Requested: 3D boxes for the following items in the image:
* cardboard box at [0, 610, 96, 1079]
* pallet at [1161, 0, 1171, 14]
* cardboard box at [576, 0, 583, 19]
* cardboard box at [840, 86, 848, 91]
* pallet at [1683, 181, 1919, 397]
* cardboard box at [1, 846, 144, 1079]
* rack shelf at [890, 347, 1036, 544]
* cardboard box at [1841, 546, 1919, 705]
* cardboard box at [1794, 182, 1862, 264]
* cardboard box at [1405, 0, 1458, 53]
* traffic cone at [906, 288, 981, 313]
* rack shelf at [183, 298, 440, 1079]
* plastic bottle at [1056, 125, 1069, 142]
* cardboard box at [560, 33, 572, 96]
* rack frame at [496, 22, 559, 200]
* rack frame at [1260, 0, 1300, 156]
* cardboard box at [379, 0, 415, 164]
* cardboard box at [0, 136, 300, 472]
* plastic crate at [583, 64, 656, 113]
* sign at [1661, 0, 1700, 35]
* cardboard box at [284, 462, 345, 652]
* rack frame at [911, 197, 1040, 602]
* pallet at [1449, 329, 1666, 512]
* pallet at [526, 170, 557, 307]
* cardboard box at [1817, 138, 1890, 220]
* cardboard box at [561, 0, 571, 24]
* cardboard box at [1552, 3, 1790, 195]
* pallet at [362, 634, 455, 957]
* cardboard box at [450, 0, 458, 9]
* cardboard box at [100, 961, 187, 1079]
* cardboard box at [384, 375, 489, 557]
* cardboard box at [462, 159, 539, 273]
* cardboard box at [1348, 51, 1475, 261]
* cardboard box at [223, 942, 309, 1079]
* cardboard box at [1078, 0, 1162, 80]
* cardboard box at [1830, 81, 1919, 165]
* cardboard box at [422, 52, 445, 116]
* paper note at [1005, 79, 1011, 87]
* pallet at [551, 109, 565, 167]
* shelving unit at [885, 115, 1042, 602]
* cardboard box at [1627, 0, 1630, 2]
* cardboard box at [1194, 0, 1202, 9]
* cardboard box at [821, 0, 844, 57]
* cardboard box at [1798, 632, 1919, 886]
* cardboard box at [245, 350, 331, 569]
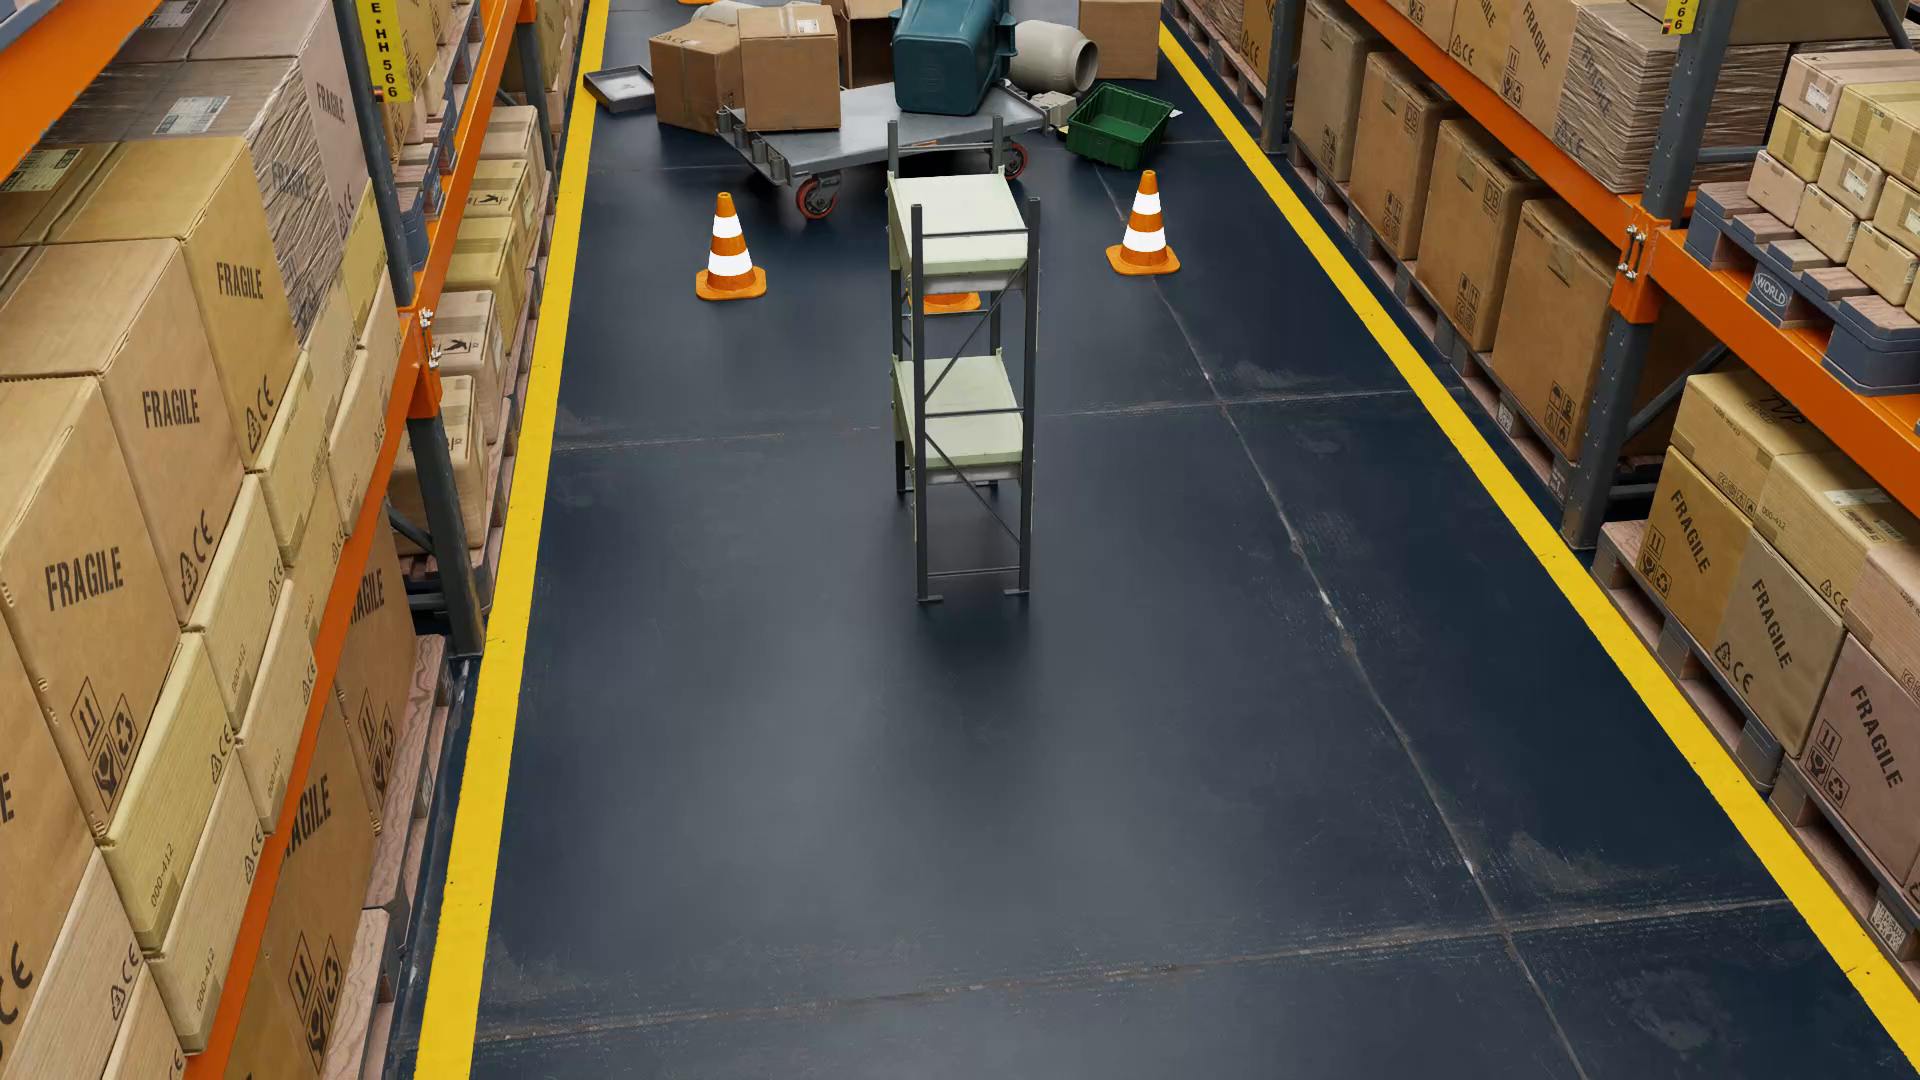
[{"bbox_3d":[-1.459,0.394,2.031,0.500,0.500,0.500,-5,35,-7],"label":"cardboard box"},{"bbox_3d":[1.874,-4.137,12.134,1.003,0.211,1.213,-4,35,-6],"label":"pallet"},{"bbox_3d":[-2.765,-3.615,10.960,0.500,0.250,0.500,-4,35,-6],"label":"cardboard box"},{"bbox_3d":[-0.647,-2.554,9.762,0.396,0.266,0.258,27,43,34],"label":"cardboard box"},{"bbox_3d":[2.966,-0.797,4.926,1.213,0.211,1.003,-4,35,-6],"label":"pallet"},{"bbox_3d":[-1.466,0.697,2.252,0.500,0.250,0.500,-4,34,-6],"label":"cardboard box"},{"bbox_3d":[-0.001,-0.354,6.017,0.431,0.370,0.720,-4,35,-6],"label":"rack shelf"},{"bbox_3d":[2.740,0.247,4.405,0.500,0.250,0.500,-4,34,-6],"label":"cardboard box"},{"bbox_3d":[2.661,-0.921,4.787,0.380,0.149,0.250,-3,34,-4],"label":"cardboard box"},{"bbox_3d":[2.232,-2.381,6.991,0.500,0.500,0.500,-4,34,-6],"label":"cardboard box"},{"bbox_3d":[-0.081,-1.346,7.814,0.336,0.463,0.334,-4,35,-6],"label":"traffic cone"},{"bbox_3d":[-1.858,0.579,3.376,1.077,0.370,4.000,-4,35,-6],"label":"rack shelf"},{"bbox_3d":[0.694,-2.323,9.605,0.133,0.061,0.283,-24,41,-30],"label":"plastic bottle"},{"bbox_3d":[-2.559,-2.750,9.691,0.500,0.250,0.500,-3,34,-4],"label":"cardboard box"},{"bbox_3d":[-2.665,-3.066,8.086,1.000,3.000,0.127,-4,35,-6],"label":"rack frame"},{"bbox_3d":[2.227,-3.498,8.719,1.000,3.000,0.127,-4,35,-6],"label":"rack frame"},{"bbox_3d":[-1.958,-1.441,4.975,0.500,0.500,0.500,-5,35,-8],"label":"cardboard box"},{"bbox_3d":[-1.661,-0.457,3.280,0.500,0.500,0.500,-4,35,-6],"label":"cardboard box"},{"bbox_3d":[-2.063,-2.798,10.285,0.402,0.080,0.583,-16,38,-23],"label":"plastic crate"},{"bbox_3d":[2.215,-1.700,5.053,0.100,0.325,0.005,-4,35,-6],"label":"sign"},{"bbox_3d":[-1.665,0.056,3.637,0.500,0.250,0.500,-5,35,-7],"label":"cardboard box"},{"bbox_3d":[0.048,-0.419,5.533,0.400,1.500,0.023,-4,35,-6],"label":"rack frame"},{"bbox_3d":[2.733,-0.559,6.883,1.003,0.211,1.213,-4,35,-6],"label":"pallet"},{"bbox_3d":[-2.558,-1.480,8.234,1.003,0.211,1.213,-4,35,-6],"label":"pallet"},{"bbox_3d":[2.669,-1.022,4.672,0.380,0.149,0.250,-3,34,-4],"label":"cardboard box"},{"bbox_3d":[-2.628,-3.351,9.906,0.500,0.500,0.500,-3,34,-4],"label":"cardboard box"},{"bbox_3d":[2.438,-1.538,5.754,0.500,0.500,0.500,-4,35,-6],"label":"cardboard box"},{"bbox_3d":[-2.095,0.764,4.942,1.003,0.211,1.213,-4,35,-6],"label":"pallet"},{"bbox_3d":[-2.172,-2.306,6.245,0.500,0.500,0.500,-6,35,-8],"label":"cardboard box"},{"bbox_3d":[-1.457,0.906,2.391,0.500,0.250,0.500,-5,35,-8],"label":"cardboard box"},{"bbox_3d":[-2.193,-0.238,5.896,0.950,0.372,0.625,-7,35,-10],"label":"cardboard box"},{"bbox_3d":[-2.491,-1.461,7.690,0.950,0.372,0.625,-2,34,-3],"label":"cardboard box"},{"bbox_3d":[2.525,-1.863,7.946,1.050,0.750,0.750,-4,35,-6],"label":"cardboard box"},{"bbox_3d":[-1.881,1.259,3.253,0.875,0.875,0.875,-3,34,-5],"label":"cardboard box"},{"bbox_3d":[1.001,-3.254,10.579,0.500,0.500,0.500,1,34,2],"label":"cardboard box"},{"bbox_3d":[2.674,-1.159,4.609,0.380,0.149,0.250,-5,35,-8],"label":"cardboard box"},{"bbox_3d":[-1.998,-1.571,5.742,0.380,0.149,0.250,-4,34,-6],"label":"cardboard box"},{"bbox_3d":[0.231,-2.887,10.466,0.172,0.023,0.155,7,35,10],"label":"paper note"},{"bbox_3d":[-2.790,-2.286,9.417,1.003,0.211,1.213,-4,35,-6],"label":"pallet"},{"bbox_3d":[-0.001,-0.623,5.833,0.431,1.500,0.755,-4,35,-6],"label":"shelving unit"},{"bbox_3d":[2.645,-2.253,5.916,0.700,0.500,0.500,-5,35,-7],"label":"cardboard box"},{"bbox_3d":[1.966,-4.161,11.206,0.875,0.875,0.875,-5,35,-7],"label":"cardboard box"},{"bbox_3d":[-0.458,-3.479,10.907,0.637,0.503,0.797,27,43,34],"label":"cardboard box"},{"bbox_3d":[2.752,0.574,4.591,0.500,0.500,0.500,-5,35,-8],"label":"cardboard box"},{"bbox_3d":[-1.648,-0.158,3.507,0.500,0.250,0.500,-5,35,-8],"label":"cardboard box"}]
